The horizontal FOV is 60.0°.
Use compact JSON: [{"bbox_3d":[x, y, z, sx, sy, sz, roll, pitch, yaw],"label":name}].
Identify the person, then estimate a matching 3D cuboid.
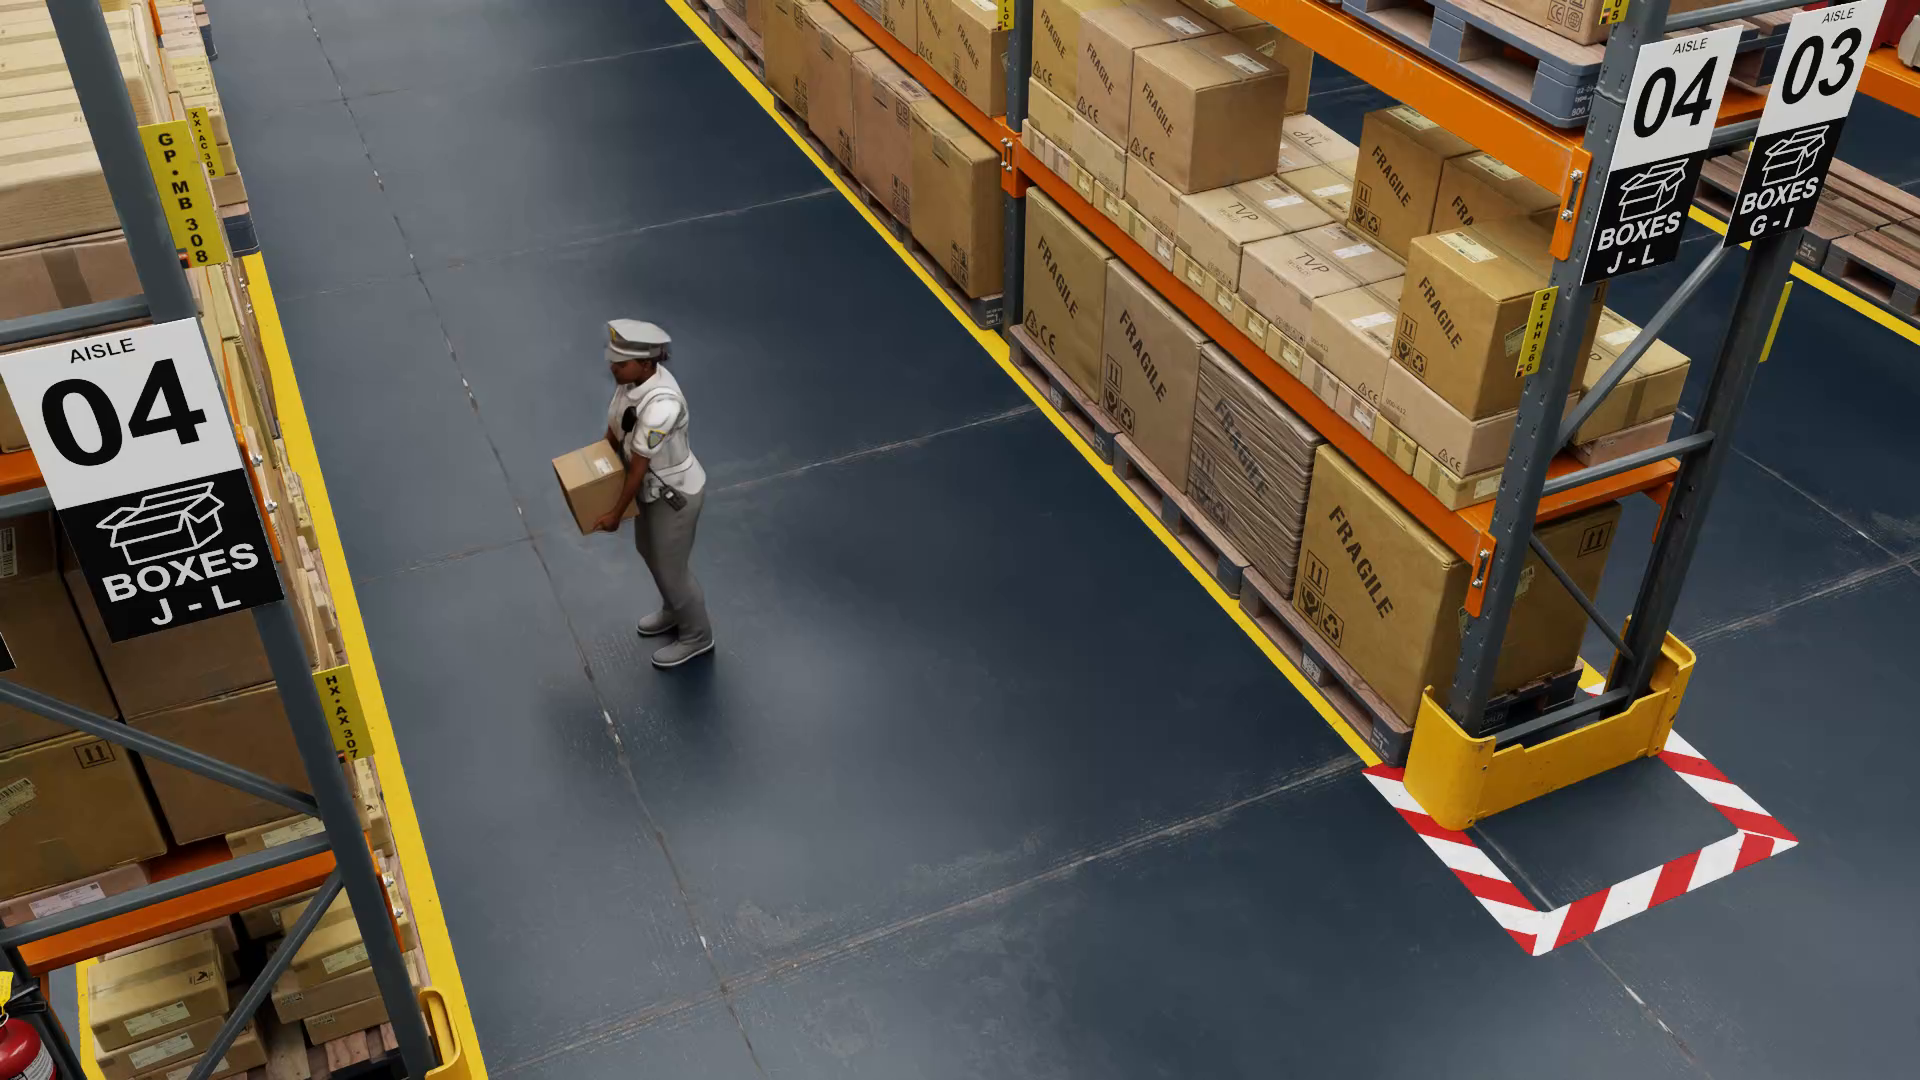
[{"bbox_3d":[-1.350,-0.189,7.092,0.530,1.683,0.416,-17,41,-20],"label":"person"}]
